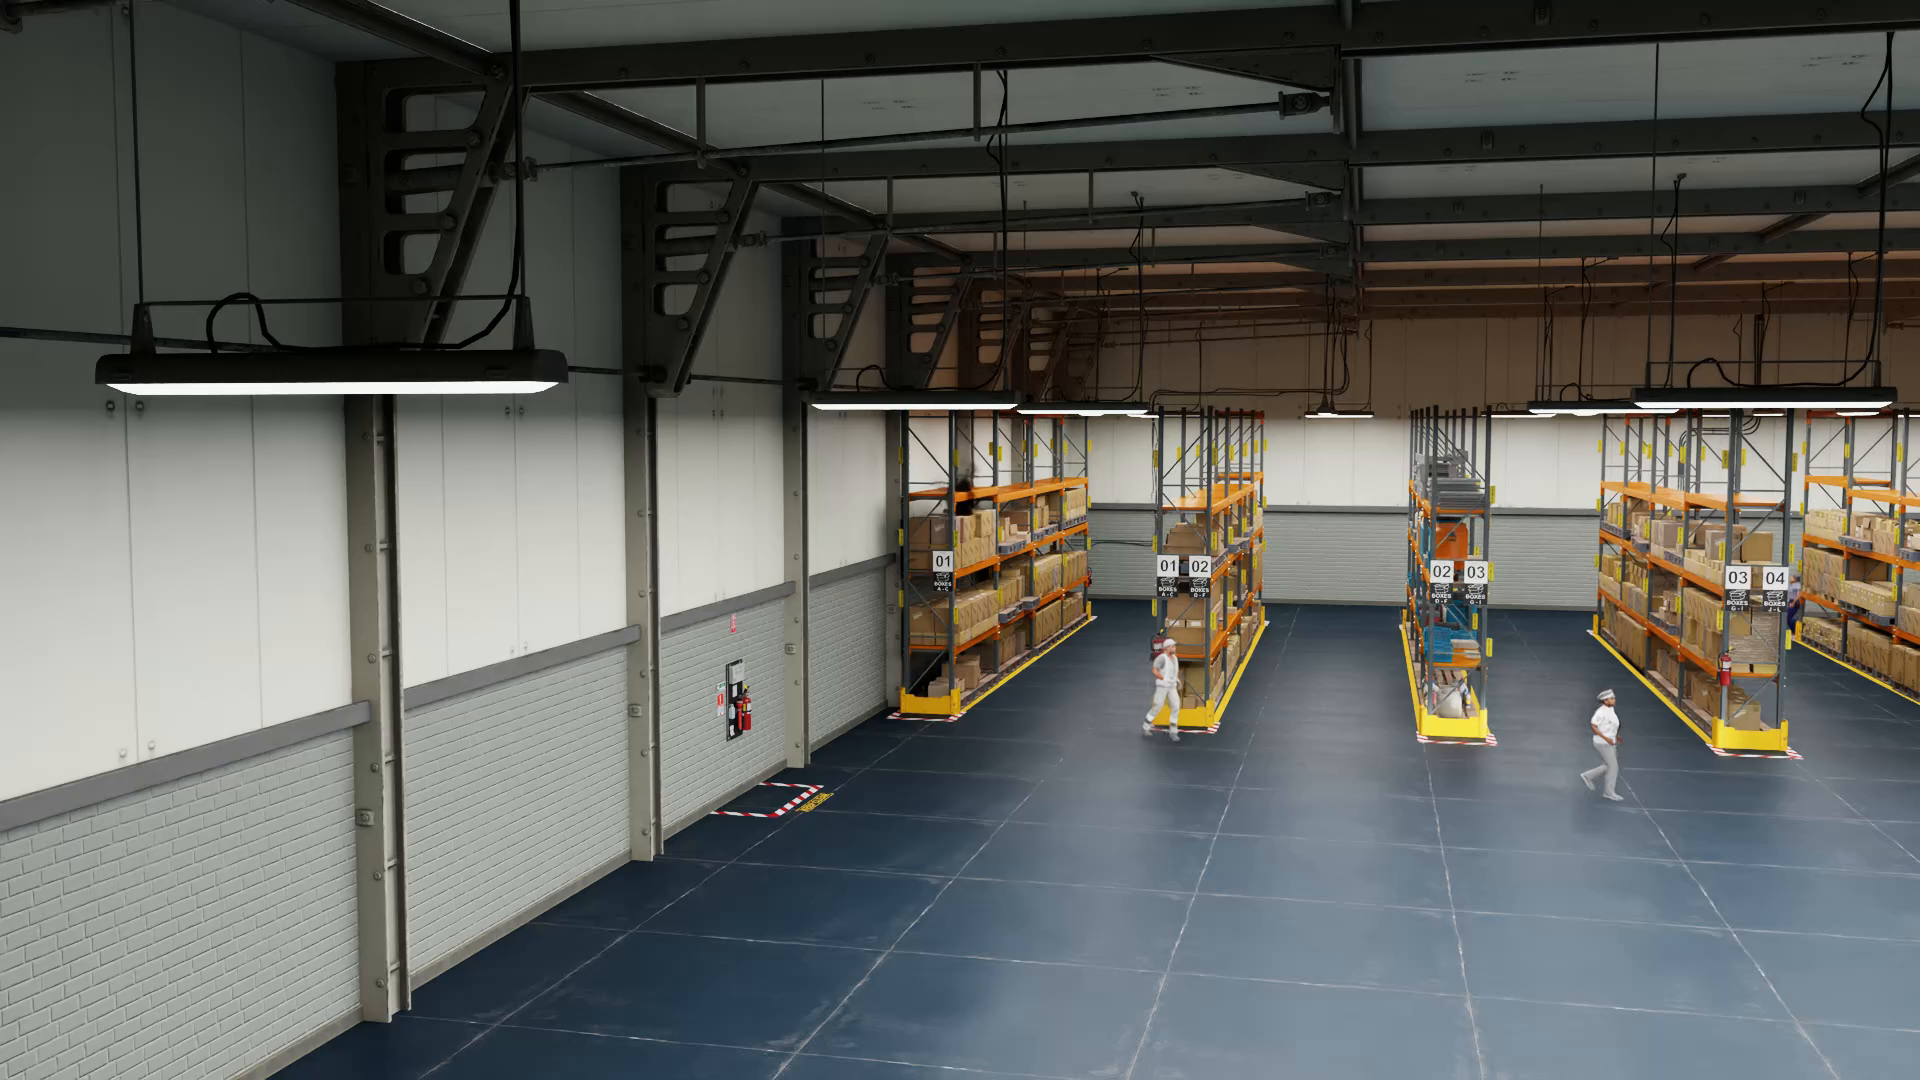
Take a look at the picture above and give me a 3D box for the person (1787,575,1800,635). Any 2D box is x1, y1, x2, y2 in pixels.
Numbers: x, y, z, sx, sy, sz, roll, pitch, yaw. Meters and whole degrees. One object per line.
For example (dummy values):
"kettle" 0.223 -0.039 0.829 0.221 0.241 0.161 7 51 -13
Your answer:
"person" 22.325 1.736 44.554 0.515 1.615 0.647 1 4 16

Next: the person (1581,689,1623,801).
"person" 9.744 3.084 25.238 0.660 1.684 0.587 3 5 39

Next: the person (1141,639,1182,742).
"person" 3.762 2.670 29.891 0.731 1.785 0.853 -3 5 -37

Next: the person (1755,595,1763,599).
"person" 20.083 1.848 41.553 0.745 1.787 1.031 1 4 15
